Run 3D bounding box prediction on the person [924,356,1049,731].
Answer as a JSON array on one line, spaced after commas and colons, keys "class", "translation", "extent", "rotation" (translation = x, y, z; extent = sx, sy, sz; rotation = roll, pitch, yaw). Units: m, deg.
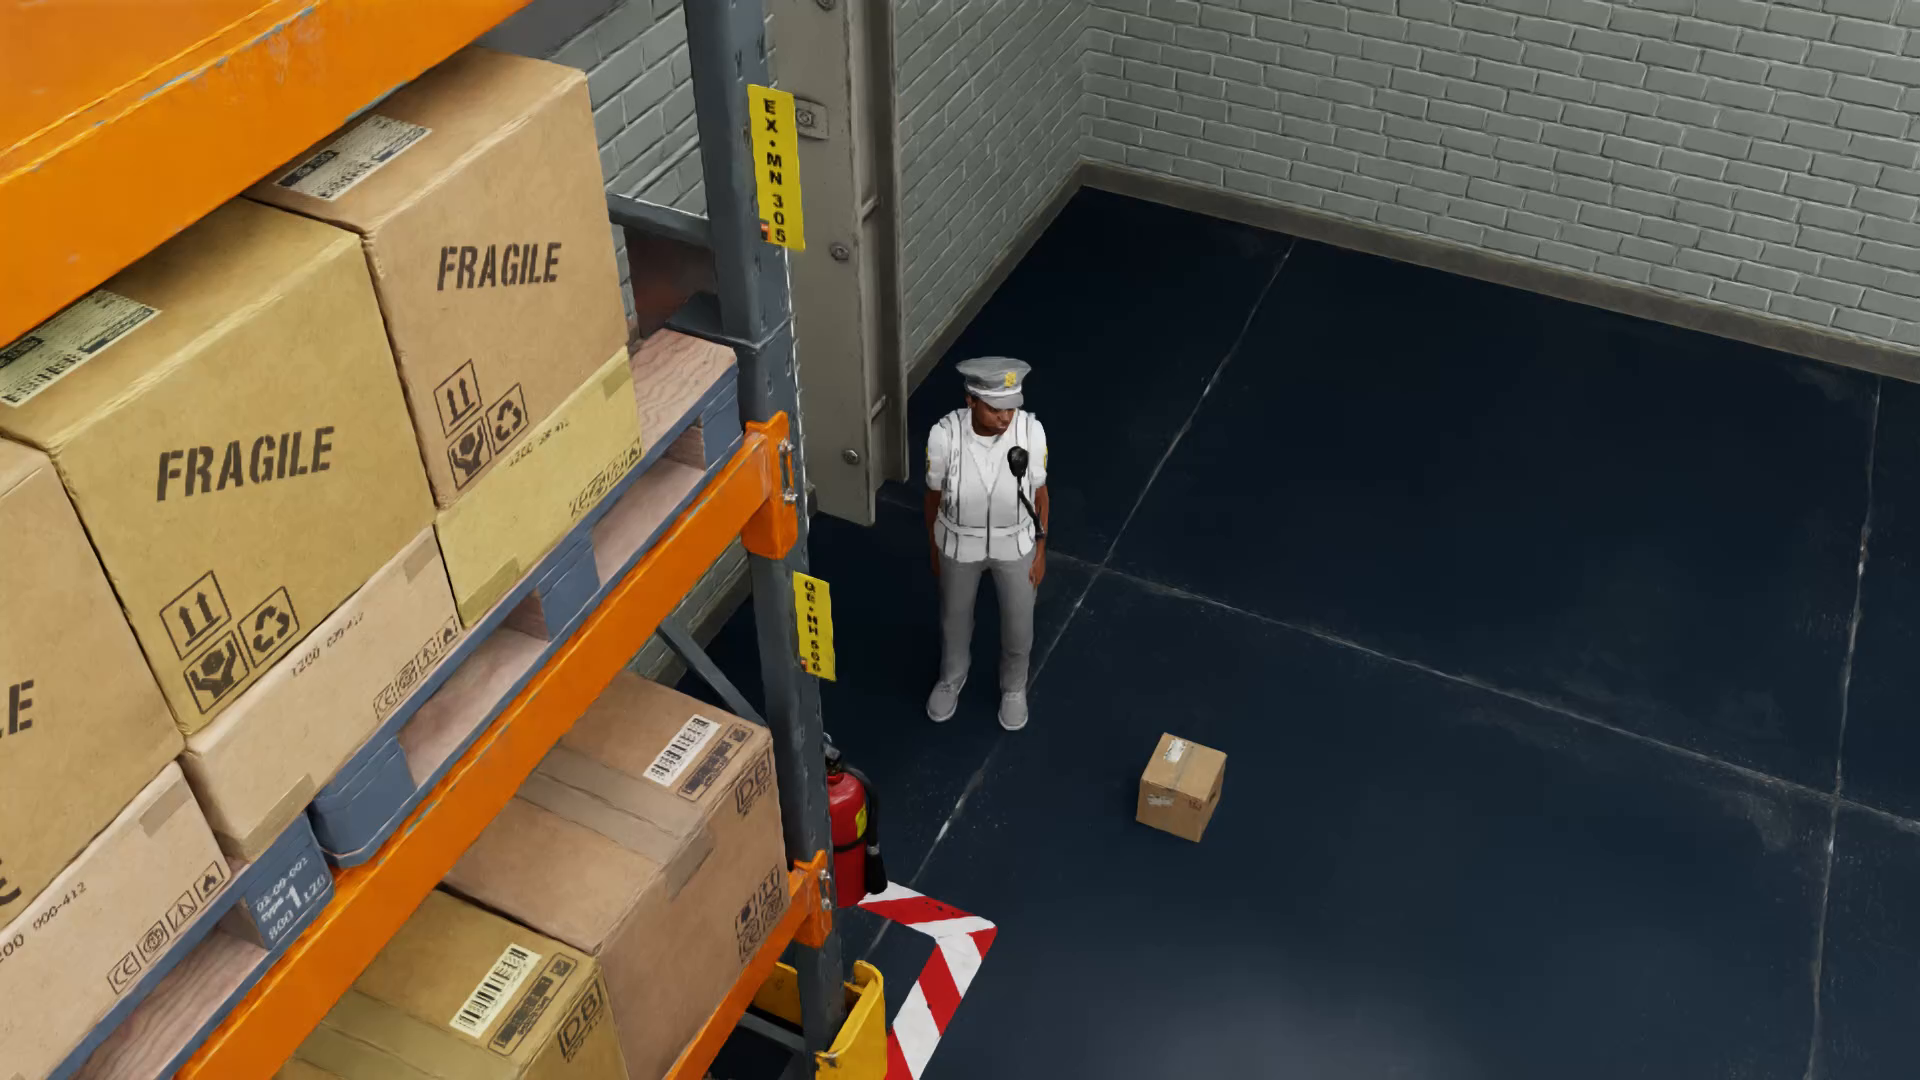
[{"class": "person", "translation": [2.539, 4.607, 0.945], "extent": [5.272, 1.822, 14.168], "rotation": [0, 42, 0]}]
